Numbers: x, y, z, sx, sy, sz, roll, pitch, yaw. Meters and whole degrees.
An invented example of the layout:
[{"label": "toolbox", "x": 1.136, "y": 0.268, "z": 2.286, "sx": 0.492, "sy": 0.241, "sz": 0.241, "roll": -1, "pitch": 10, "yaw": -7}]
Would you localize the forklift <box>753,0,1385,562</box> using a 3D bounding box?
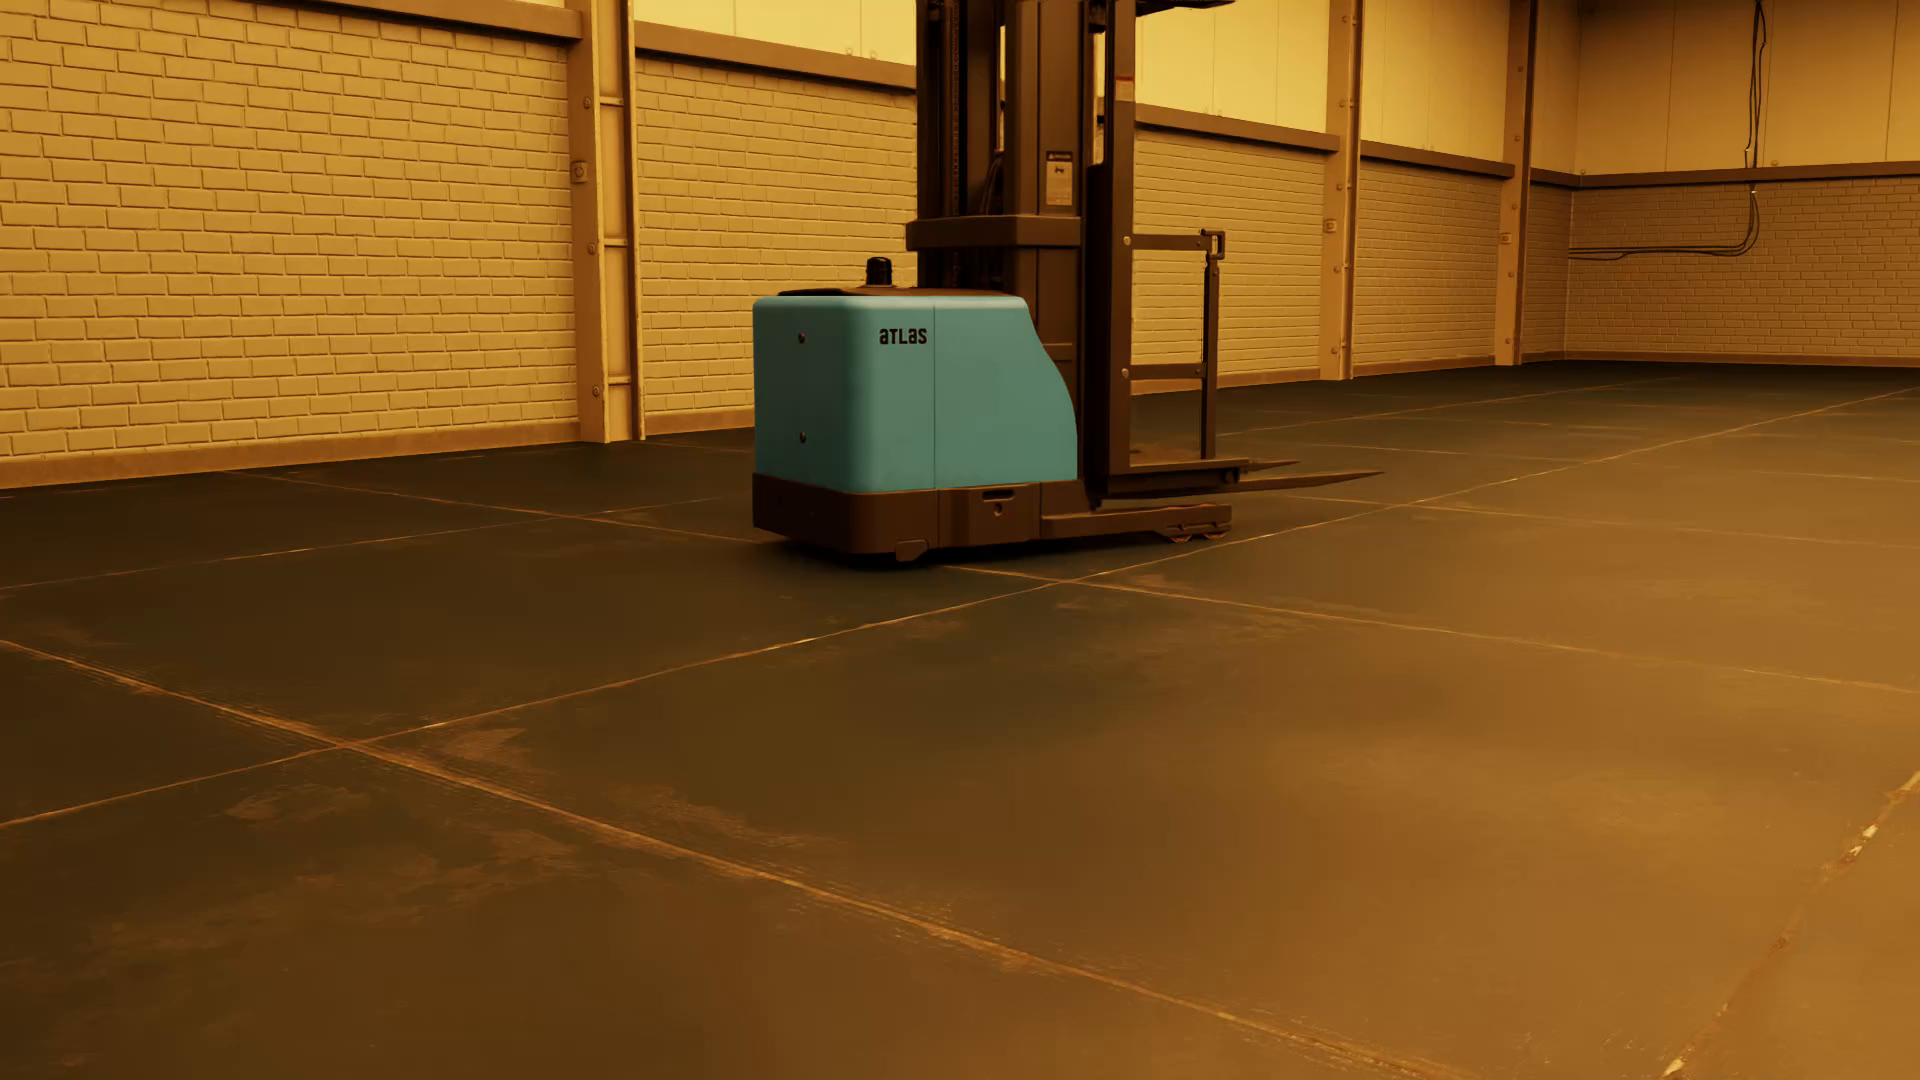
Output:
[{"label": "forklift", "x": 0.620, "y": -1.495, "z": 7.498, "sx": 3.031, "sy": 2.935, "sz": 1.130, "roll": -5, "pitch": 10, "yaw": -31}]
